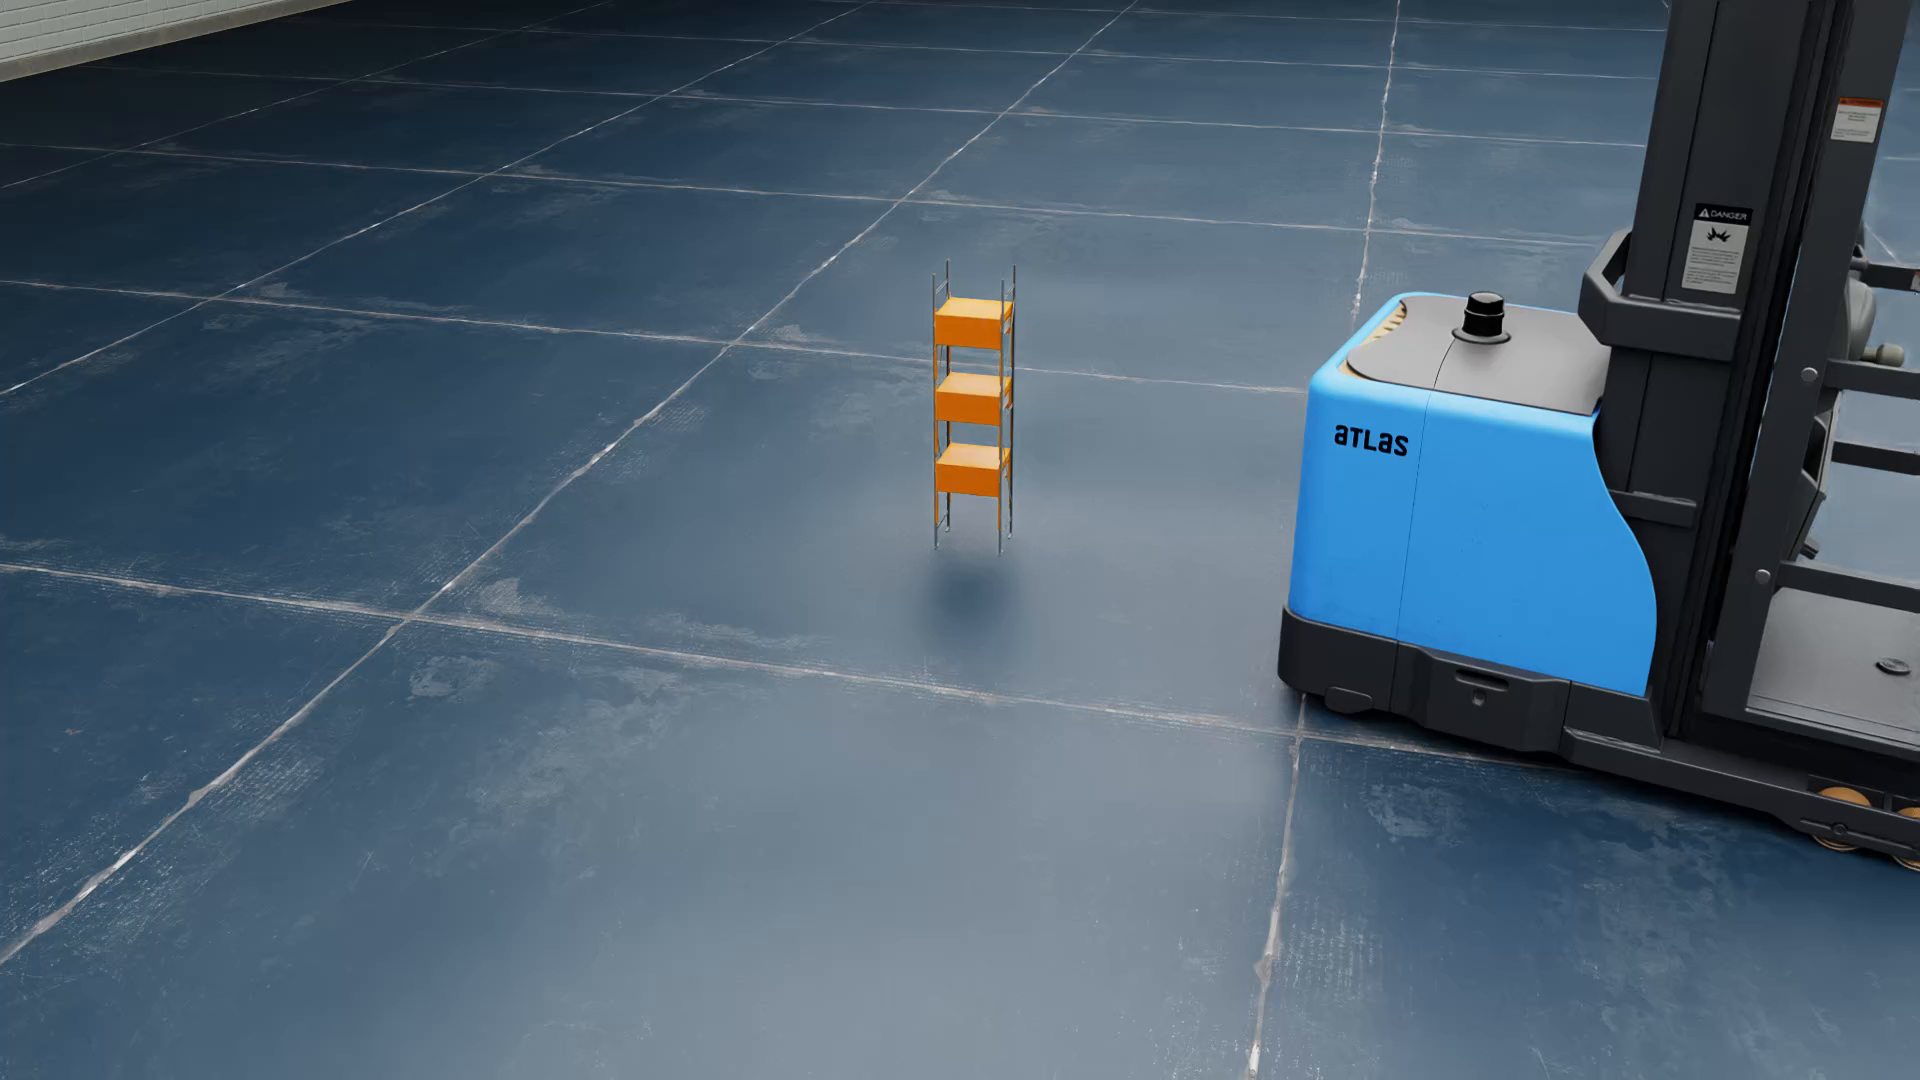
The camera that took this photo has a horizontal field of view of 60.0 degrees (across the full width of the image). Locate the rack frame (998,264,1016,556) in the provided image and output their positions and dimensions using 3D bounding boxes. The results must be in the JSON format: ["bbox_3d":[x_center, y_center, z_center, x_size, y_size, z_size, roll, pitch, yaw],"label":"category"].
[{"bbox_3d":[0.170,-0.455,5.985,0.008,1.050,0.200,6,26,13],"label":"rack frame"}]

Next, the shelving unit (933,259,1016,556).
[{"bbox_3d":[0.052,-0.468,6.012,0.252,1.050,0.215,6,26,13],"label":"shelving unit"}]

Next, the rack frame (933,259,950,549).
[{"bbox_3d":[-0.066,-0.481,6.040,0.008,1.050,0.200,6,26,13],"label":"rack frame"}]

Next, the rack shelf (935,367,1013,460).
[{"bbox_3d":[0.052,-0.459,6.017,0.240,0.259,0.215,6,26,13],"label":"rack shelf"}]

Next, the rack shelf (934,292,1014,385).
[{"bbox_3d":[0.052,-0.715,5.895,0.240,0.259,0.215,6,26,13],"label":"rack shelf"}]

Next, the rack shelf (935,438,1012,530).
[{"bbox_3d":[0.052,-0.208,6.136,0.240,0.259,0.215,6,26,13],"label":"rack shelf"}]

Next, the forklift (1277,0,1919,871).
[{"bbox_3d":[2.537,-0.707,4.326,3.031,2.935,1.130,13,28,25],"label":"forklift"}]
